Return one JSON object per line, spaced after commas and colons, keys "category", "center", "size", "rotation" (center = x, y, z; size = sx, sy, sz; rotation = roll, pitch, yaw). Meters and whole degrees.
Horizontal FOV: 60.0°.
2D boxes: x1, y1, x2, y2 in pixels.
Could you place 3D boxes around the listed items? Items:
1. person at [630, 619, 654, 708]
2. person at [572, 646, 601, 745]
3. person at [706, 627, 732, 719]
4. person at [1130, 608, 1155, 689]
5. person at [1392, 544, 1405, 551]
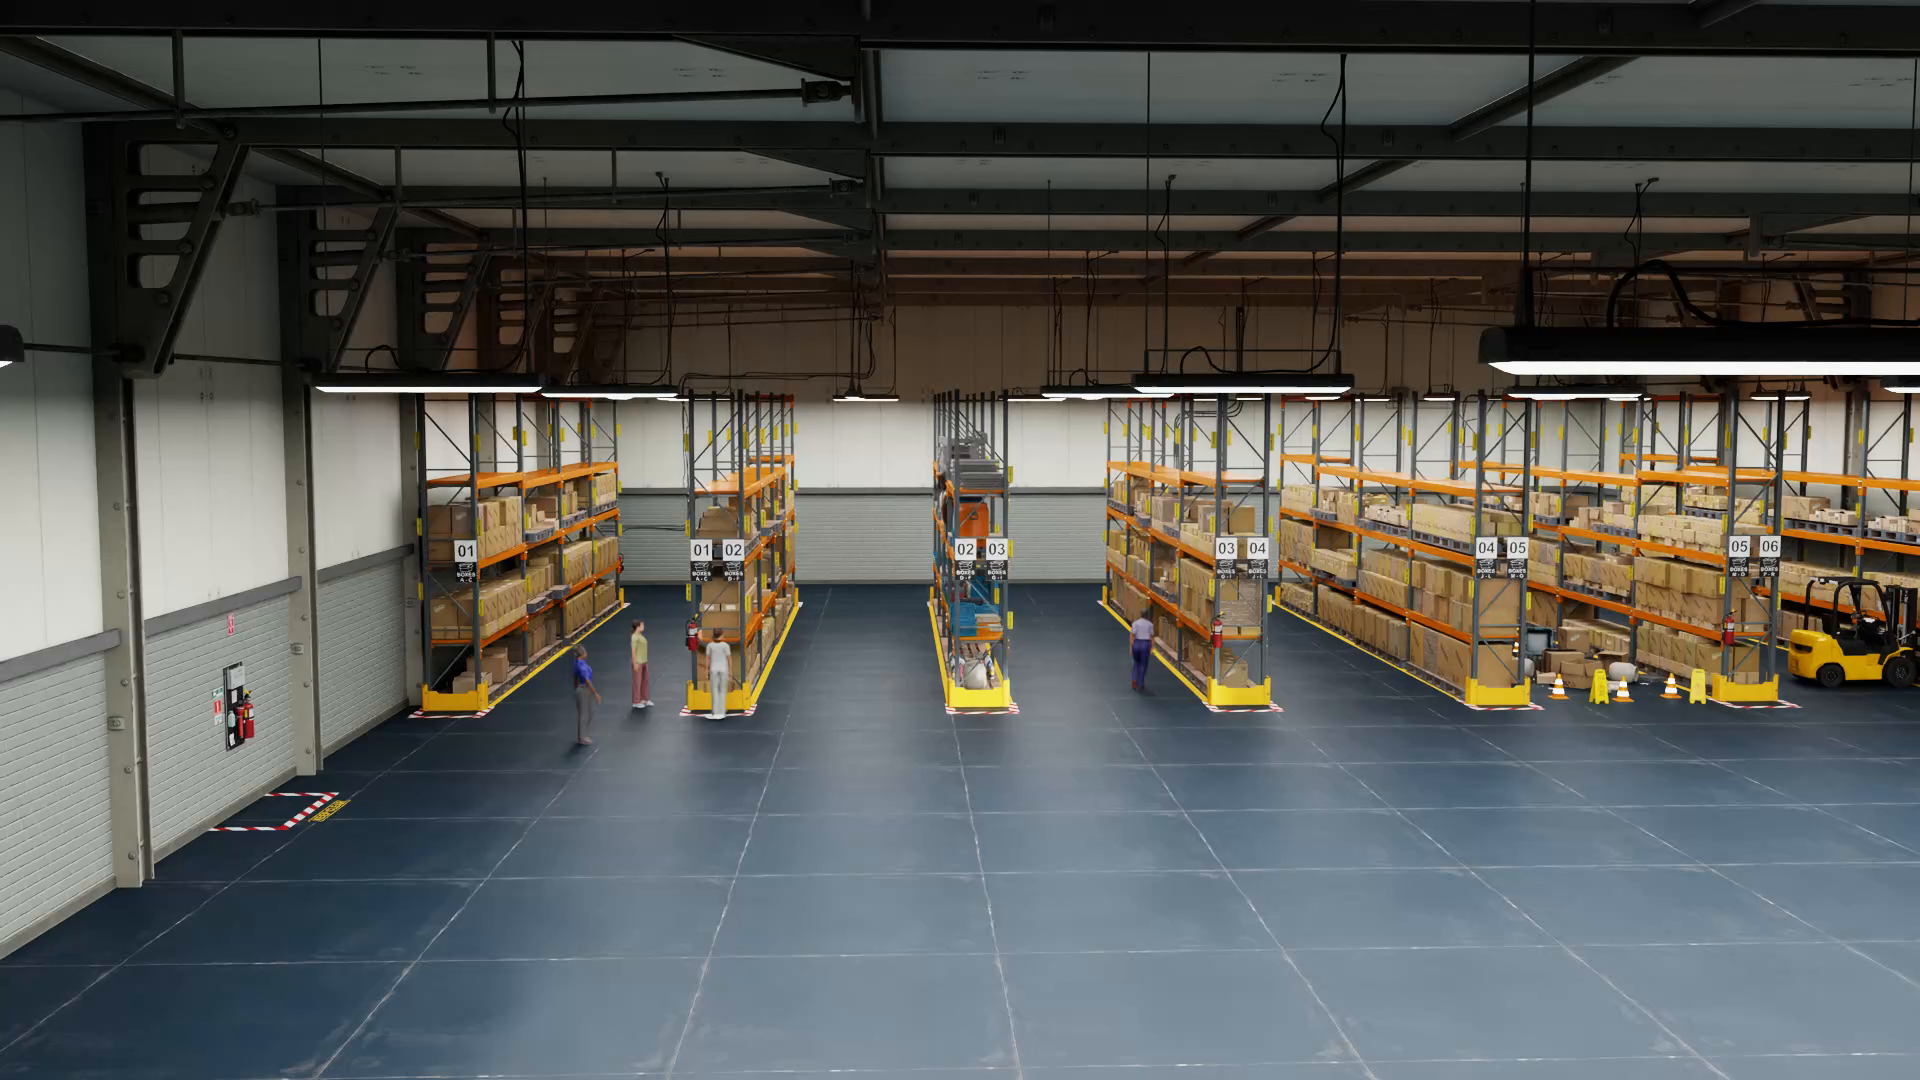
{"category": "person", "center": [-6.059, 2.338, 31.506], "size": [0.349, 1.702, 0.561], "rotation": [1, 5, 15]}
{"category": "person", "center": [-6.298, 2.621, 28.100], "size": [0.520, 1.690, 0.515], "rotation": [0, 5, -4]}
{"category": "person", "center": [-4.394, 2.423, 30.268], "size": [0.491, 1.688, 0.381], "rotation": [0, 5, -1]}
{"category": "person", "center": [3.674, 2.192, 33.361], "size": [0.486, 1.676, 0.466], "rotation": [3, 6, 32]}
{"category": "person", "center": [12.978, 0.820, 49.193], "size": [0.754, 1.768, 0.555], "rotation": [0, 5, -3]}
